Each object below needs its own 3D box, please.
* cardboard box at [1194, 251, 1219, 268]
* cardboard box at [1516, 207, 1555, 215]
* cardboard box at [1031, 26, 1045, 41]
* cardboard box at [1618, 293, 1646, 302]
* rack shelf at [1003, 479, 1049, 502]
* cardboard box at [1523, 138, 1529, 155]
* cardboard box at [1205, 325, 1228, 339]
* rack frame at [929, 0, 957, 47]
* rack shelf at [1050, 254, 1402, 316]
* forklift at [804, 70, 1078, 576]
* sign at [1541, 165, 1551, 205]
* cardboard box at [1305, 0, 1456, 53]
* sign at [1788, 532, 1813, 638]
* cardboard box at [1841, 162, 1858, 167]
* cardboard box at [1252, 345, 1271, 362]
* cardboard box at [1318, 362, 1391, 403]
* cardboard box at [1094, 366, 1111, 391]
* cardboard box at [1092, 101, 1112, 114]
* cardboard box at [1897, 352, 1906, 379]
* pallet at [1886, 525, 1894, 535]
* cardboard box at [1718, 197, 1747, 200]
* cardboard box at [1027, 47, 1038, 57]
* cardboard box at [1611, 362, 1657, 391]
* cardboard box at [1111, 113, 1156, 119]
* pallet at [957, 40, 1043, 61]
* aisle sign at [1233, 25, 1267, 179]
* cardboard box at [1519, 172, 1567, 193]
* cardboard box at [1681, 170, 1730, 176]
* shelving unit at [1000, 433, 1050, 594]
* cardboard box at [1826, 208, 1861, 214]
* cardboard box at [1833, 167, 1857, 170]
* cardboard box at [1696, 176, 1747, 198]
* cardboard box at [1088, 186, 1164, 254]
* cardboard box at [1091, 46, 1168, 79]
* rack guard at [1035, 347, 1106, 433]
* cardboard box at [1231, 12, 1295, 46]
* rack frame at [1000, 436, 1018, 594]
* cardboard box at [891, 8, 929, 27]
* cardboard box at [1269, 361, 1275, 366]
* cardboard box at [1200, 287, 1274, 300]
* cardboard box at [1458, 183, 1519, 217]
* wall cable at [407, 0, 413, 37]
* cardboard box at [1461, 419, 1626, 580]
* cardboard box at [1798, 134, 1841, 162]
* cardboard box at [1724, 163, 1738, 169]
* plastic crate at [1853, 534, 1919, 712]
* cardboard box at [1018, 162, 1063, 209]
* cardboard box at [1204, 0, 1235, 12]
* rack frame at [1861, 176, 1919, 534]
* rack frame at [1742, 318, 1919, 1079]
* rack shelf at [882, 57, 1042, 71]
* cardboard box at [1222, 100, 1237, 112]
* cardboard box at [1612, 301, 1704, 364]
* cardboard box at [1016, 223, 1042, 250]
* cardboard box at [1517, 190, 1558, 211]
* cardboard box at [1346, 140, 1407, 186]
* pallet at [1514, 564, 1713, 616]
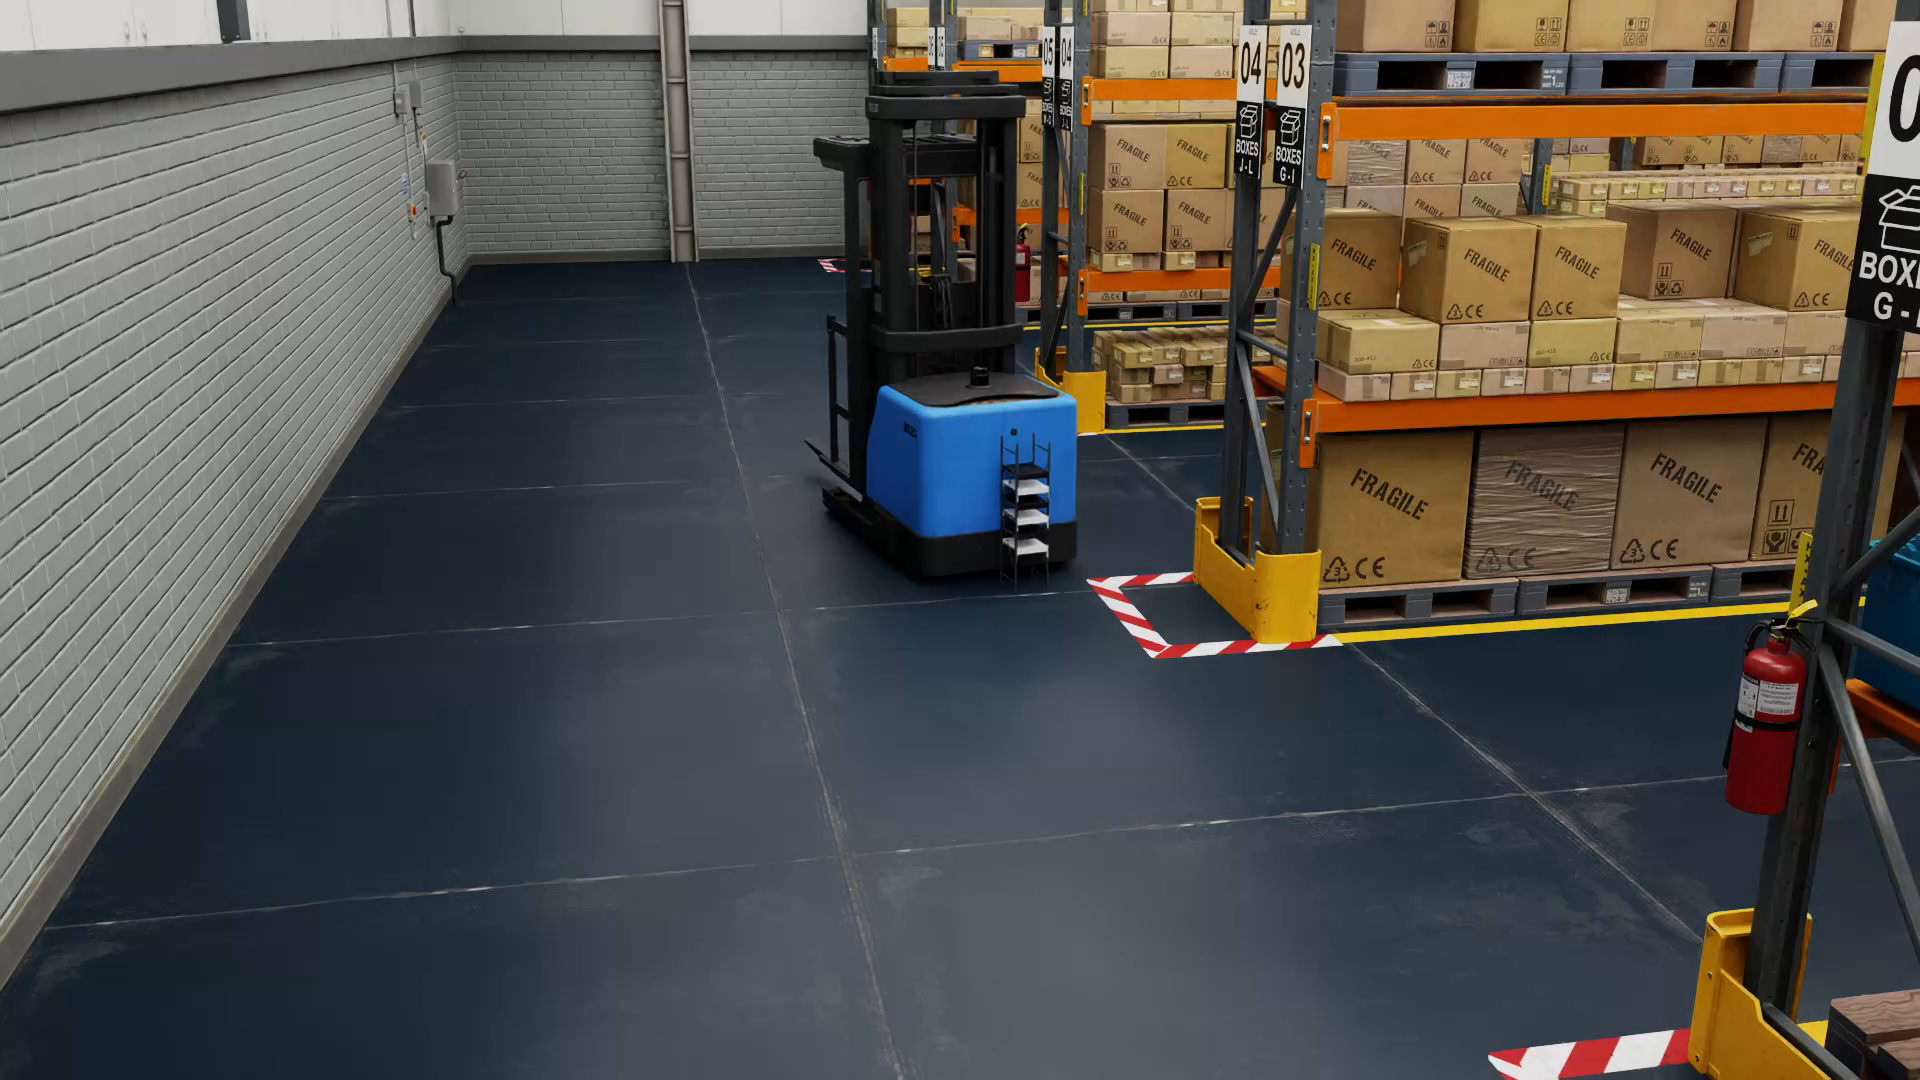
[{"bbox_3d":[1.978,-2.365,13.831,0.250,0.149,0.380,-2,17,-8],"label":"cardboard box"},{"bbox_3d":[5.133,-2.865,14.742,0.250,0.149,0.380,-4,17,-12],"label":"cardboard box"},{"bbox_3d":[0.927,-5.460,17.913,0.250,0.149,0.380,-3,17,-8],"label":"cardboard box"},{"bbox_3d":[3.629,-1.307,9.707,0.500,0.250,0.500,-3,17,-10],"label":"cardboard box"},{"bbox_3d":[0.380,-0.299,9.752,0.200,0.077,0.258,-7,18,-21],"label":"rack shelf"},{"bbox_3d":[6.220,-4.714,19.177,0.500,0.500,0.500,-3,17,-10],"label":"cardboard box"},{"bbox_3d":[2.332,-1.782,14.633,0.250,0.149,0.380,-3,17,-8],"label":"cardboard box"},{"bbox_3d":[-0.185,-6.771,17.530,0.127,3.000,1.000,-3,17,-10],"label":"rack frame"},{"bbox_3d":[2.817,-2.249,14.252,4.000,0.370,1.077,-3,17,-10],"label":"rack shelf"},{"bbox_3d":[-0.297,-1.576,10.951,1.130,2.935,3.031,-7,18,-21],"label":"forklift"},{"bbox_3d":[4.891,-2.963,13.874,0.005,0.325,0.100,-3,17,-10],"label":"sign"},{"bbox_3d":[2.195,-2.821,8.723,0.500,0.500,0.700,-4,18,-14],"label":"cardboard box"},{"bbox_3d":[2.514,0.146,4.951,0.005,0.325,0.100,-3,17,-10],"label":"sign"},{"bbox_3d":[10.635,-4.510,20.098,0.250,0.149,0.380,-4,17,-11],"label":"cardboard box"},{"bbox_3d":[2.453,-1.613,14.082,0.250,0.149,0.380,-3,17,-8],"label":"cardboard box"},{"bbox_3d":[2.106,-0.851,8.901,0.250,0.149,0.380,-3,17,-10],"label":"cardboard box"},{"bbox_3d":[1.330,-1.409,14.432,0.250,0.149,0.380,-3,17,-10],"label":"cardboard box"},{"bbox_3d":[1.492,-4.747,18.180,0.250,0.149,0.380,-3,17,-10],"label":"cardboard box"},{"bbox_3d":[5.132,-1.023,9.462,0.250,0.149,0.380,-3,17,-9],"label":"cardboard box"},{"bbox_3d":[6.365,-0.001,10.455,1.213,0.211,1.003,-3,17,-10],"label":"pallet"},{"bbox_3d":[6.542,-2.891,14.323,0.250,0.149,0.380,-4,17,-11],"label":"cardboard box"},{"bbox_3d":[0.994,-6.671,22.742,0.250,0.149,0.380,-3,17,-9],"label":"cardboard box"},{"bbox_3d":[3.616,-0.937,9.182,0.250,0.149,0.380,-4,17,-12],"label":"cardboard box"},{"bbox_3d":[1.840,-4.463,18.362,0.500,0.500,0.500,-3,17,-10],"label":"cardboard box"},{"bbox_3d":[0.541,-5.339,18.128,1.213,0.211,1.003,-3,17,-10],"label":"pallet"},{"bbox_3d":[1.567,-2.372,8.997,0.004,0.787,0.394,-3,17,-10],"label":"aisle sign"},{"bbox_3d":[5.137,-3.148,14.653,0.250,0.149,0.380,-2,17,-8],"label":"cardboard box"},{"bbox_3d":[6.681,-3.236,14.939,0.250,0.149,0.380,-3,17,-11],"label":"cardboard box"},{"bbox_3d":[0.380,-0.159,9.796,0.210,0.900,0.258,-7,18,-21],"label":"shelving unit"},{"bbox_3d":[5.222,-1.596,9.369,0.500,0.500,0.500,-3,17,-9],"label":"cardboard box"},{"bbox_3d":[8.213,-3.322,15.219,0.250,0.149,0.380,-3,17,-10],"label":"cardboard box"},{"bbox_3d":[6.524,-3.031,14.272,0.250,0.149,0.380,-3,17,-8],"label":"cardboard box"},{"bbox_3d":[1.346,-2.617,13.547,0.500,0.500,0.500,-2,17,-8],"label":"cardboard box"},{"bbox_3d":[1.342,-3.795,13.207,0.500,0.250,0.500,-3,17,-8],"label":"cardboard box"},{"bbox_3d":[0.928,-1.291,14.164,0.348,0.500,1.175,-3,17,-10],"label":"rack guard"},{"bbox_3d":[2.344,-4.087,13.303,0.500,0.250,0.500,-3,17,-10],"label":"cardboard box"},{"bbox_3d":[0.286,-0.148,9.759,0.006,0.900,0.240,-7,18,-21],"label":"rack frame"},{"bbox_3d":[-0.647,-7.030,22.378,0.500,0.250,0.500,-3,17,-11],"label":"cardboard box"},{"bbox_3d":[2.693,-1.508,14.245,0.250,0.149,0.380,-2,17,-8],"label":"cardboard box"},{"bbox_3d":[3.105,-3.098,19.438,0.875,0.438,0.875,-3,17,-11],"label":"cardboard box"},{"bbox_3d":[4.359,-2.786,14.098,0.500,0.500,0.500,-3,17,-10],"label":"cardboard box"},{"bbox_3d":[-5.857,-6.590,16.941,0.029,3.000,2.355,-3,17,-10],"label":"wall cable"},{"bbox_3d":[3.201,-0.341,9.716,0.875,0.875,0.875,-3,17,-10],"label":"cardboard box"},{"bbox_3d":[10.192,-4.816,19.989,0.500,0.500,0.500,-3,17,-9],"label":"cardboard box"},{"bbox_3d":[9.081,-4.447,19.895,0.250,0.149,0.380,-2,17,-7],"label":"cardboard box"},{"bbox_3d":[2.928,0.263,4.683,0.499,0.435,0.616,-3,17,-10],"label":"plastic crate"},{"bbox_3d":[0.832,-3.931,18.332,0.500,0.500,0.500,-3,17,-11],"label":"cardboard box"},{"bbox_3d":[1.987,-4.242,13.132,0.250,0.149,0.380,-3,17,-10],"label":"cardboard box"},{"bbox_3d":[5.622,-1.269,9.835,0.127,3.000,1.000,-3,17,-10],"label":"rack frame"},{"bbox_3d":[2.634,0.381,4.461,0.127,3.000,1.000,-3,17,-10],"label":"rack frame"},{"bbox_3d":[0.833,-6.535,23.097,4.000,0.370,1.077,-3,17,-10],"label":"rack shelf"},{"bbox_3d":[2.974,-4.859,18.543,0.250,0.149,0.380,-3,17,-10],"label":"cardboard box"},{"bbox_3d":[3.732,-1.154,9.210,0.500,0.250,0.500,-4,17,-12],"label":"cardboard box"},{"bbox_3d":[0.873,-4.384,23.517,0.500,0.500,0.500,-3,17,-9],"label":"cardboard box"},{"bbox_3d":[5.134,-3.007,14.698,0.250,0.149,0.380,-3,17,-9],"label":"cardboard box"},{"bbox_3d":[3.358,-3.214,13.786,0.500,0.500,0.500,-3,17,-9],"label":"cardboard box"},{"bbox_3d":[3.660,0.153,9.956,1.213,0.211,1.003,-3,17,-10],"label":"pallet"}]
